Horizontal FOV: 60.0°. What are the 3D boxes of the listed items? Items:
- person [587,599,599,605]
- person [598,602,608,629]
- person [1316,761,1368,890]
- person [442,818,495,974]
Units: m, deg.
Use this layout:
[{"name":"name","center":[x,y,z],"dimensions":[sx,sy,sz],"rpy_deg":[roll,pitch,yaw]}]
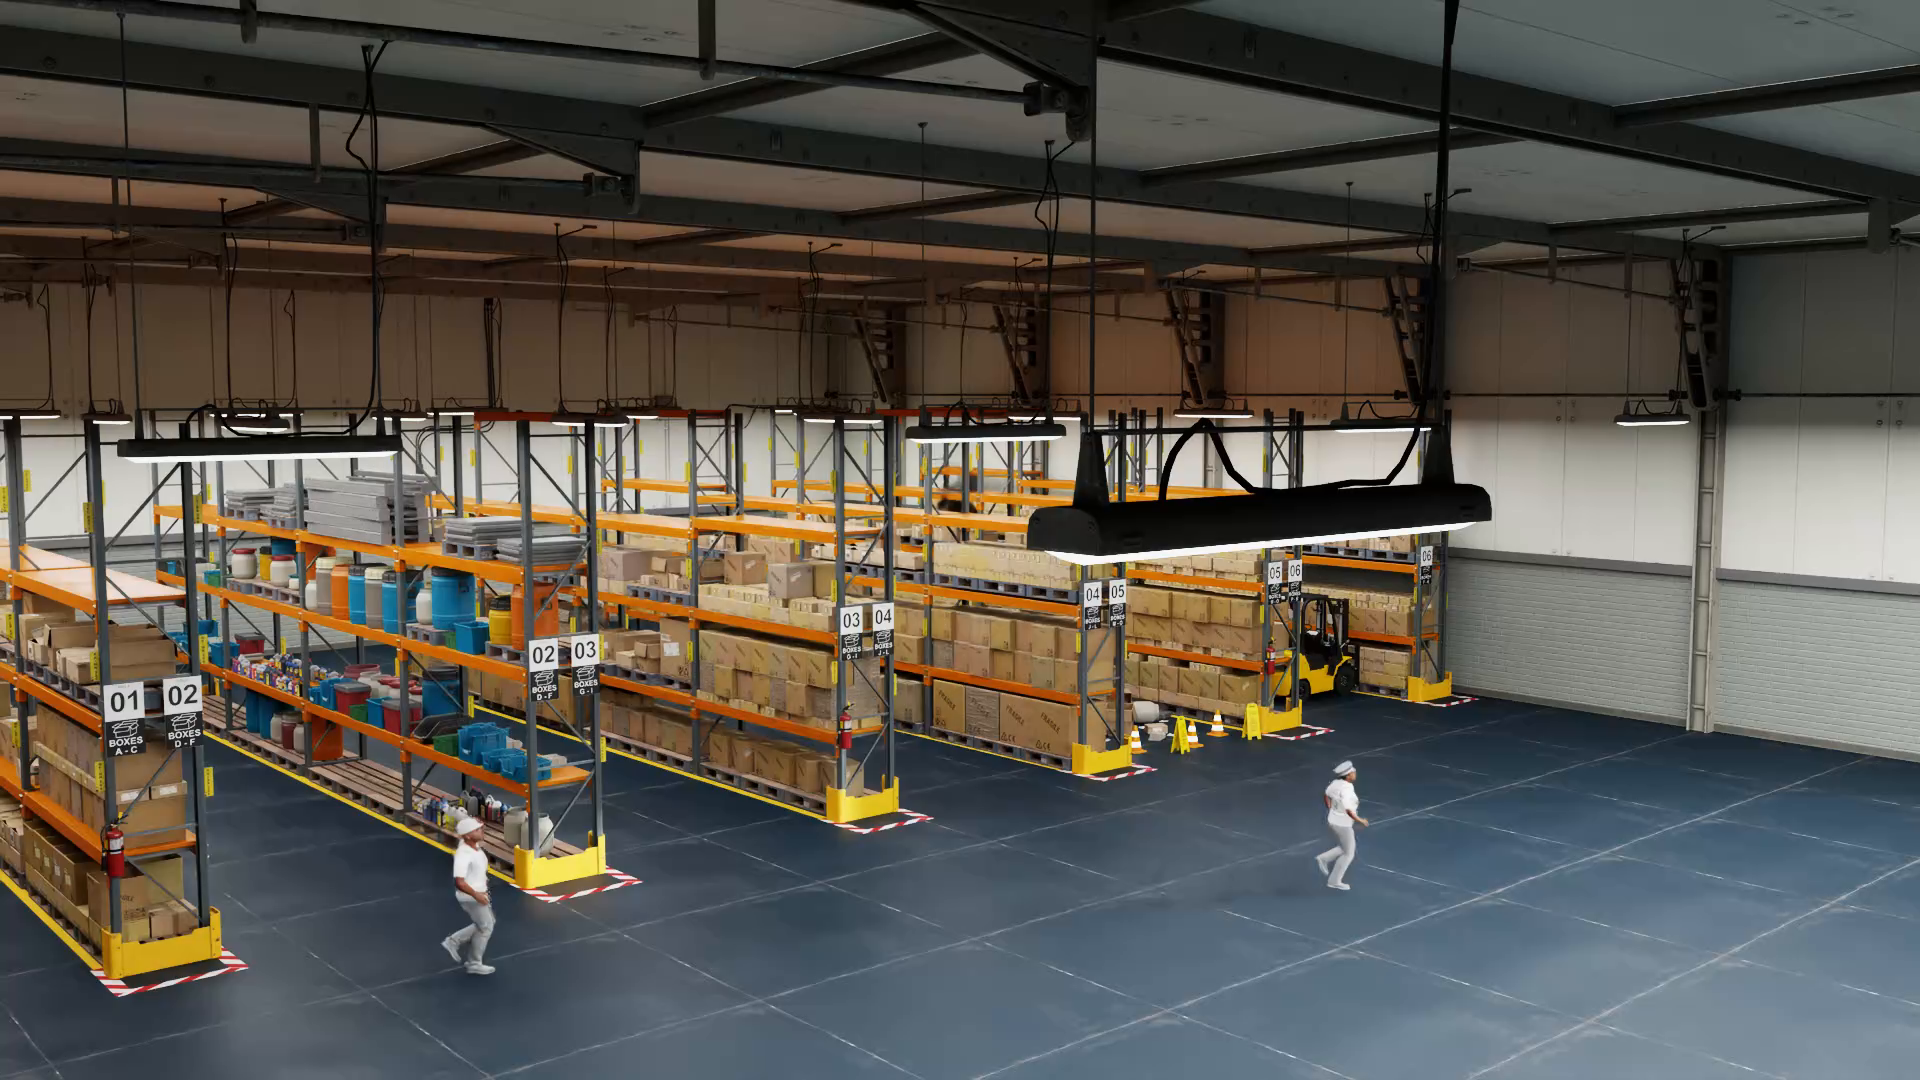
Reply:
[{"name":"person","center":[-9.102,1.906,41.103],"dimensions":[0.745,1.621,0.850],"rpy_deg":[-2,5,-19]},{"name":"person","center":[-8.135,2.234,37.397],"dimensions":[0.598,1.671,0.905],"rpy_deg":[-4,7,-40]},{"name":"person","center":[4.893,3.644,21.309],"dimensions":[0.631,1.659,0.589],"rpy_deg":[-1,5,-8]},{"name":"person","center":[-5.379,3.882,18.143],"dimensions":[0.561,1.732,0.693],"rpy_deg":[-1,5,-12]}]
